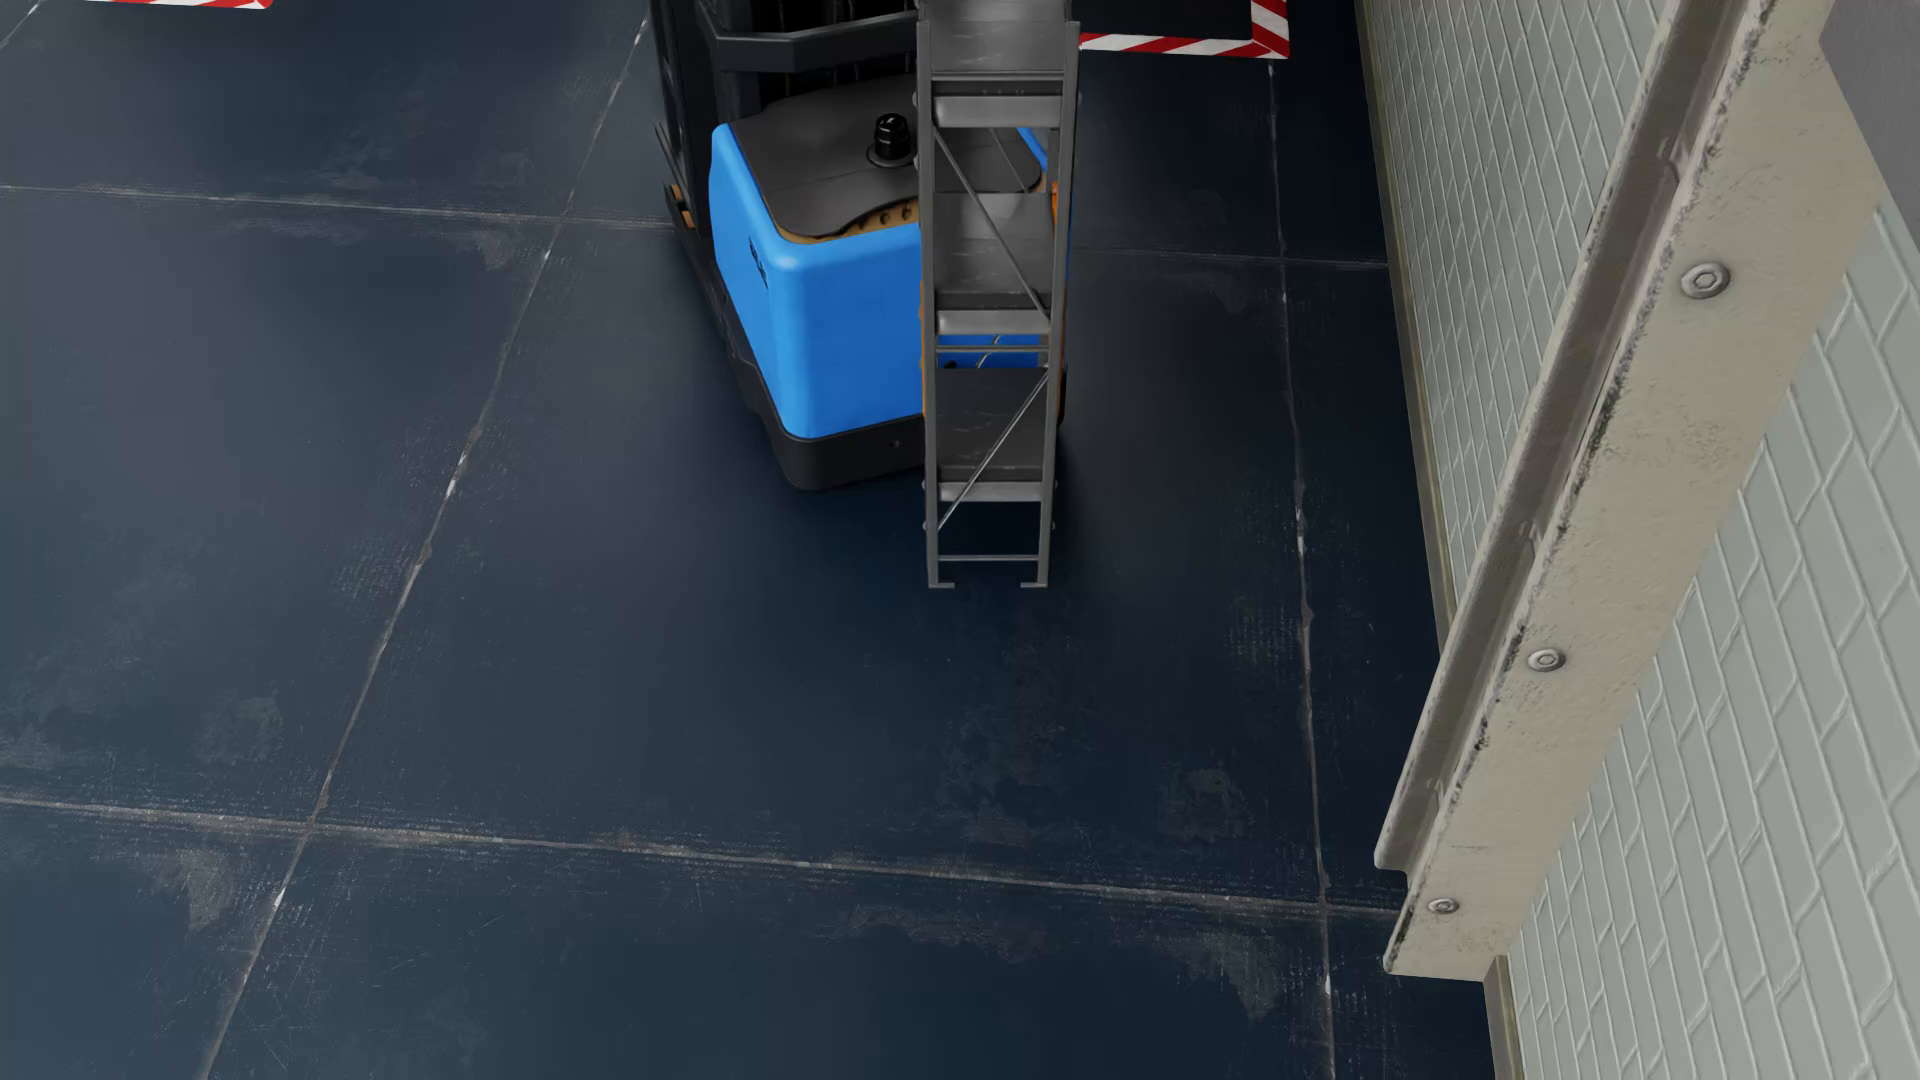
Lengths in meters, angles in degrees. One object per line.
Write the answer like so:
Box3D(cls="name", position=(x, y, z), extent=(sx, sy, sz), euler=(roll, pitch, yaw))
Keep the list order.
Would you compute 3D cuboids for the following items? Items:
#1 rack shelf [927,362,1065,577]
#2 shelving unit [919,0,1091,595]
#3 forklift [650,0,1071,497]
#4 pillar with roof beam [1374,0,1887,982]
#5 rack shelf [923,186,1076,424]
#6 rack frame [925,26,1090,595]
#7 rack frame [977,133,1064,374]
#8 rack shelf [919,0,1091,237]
Box3D(cls="rack shelf", position=(0.109, -0.231, 5.505), extent=(0.431, 0.518, 0.480), euler=(-1, 48, -1))
Box3D(cls="shelving unit", position=(0.109, -0.712, 4.979), extent=(0.431, 2.100, 0.503), euler=(-1, 48, -1))
Box3D(cls="forklift", position=(-0.580, -2.250, 5.822), extent=(1.130, 2.935, 3.031), euler=(-15, 49, -13))
Box3D(cls="pillar with roof beam", position=(-2.930, -2.252, 1.712), extent=(9.100, 9.000, 0.400), euler=(4, 48, 4))
Box3D(cls="rack shelf", position=(0.109, -0.703, 4.989), extent=(0.431, 0.518, 0.480), euler=(-1, 48, -1))
Box3D(cls="rack frame", position=(0.115, -0.532, 4.814), extent=(0.400, 2.100, 0.015), euler=(-1, 48, -1))
Box3D(cls="rack frame", position=(0.103, -0.892, 5.143), extent=(0.400, 2.100, 0.015), euler=(-1, 48, -1))
Box3D(cls="rack shelf", position=(0.109, -1.176, 4.472), extent=(0.431, 0.518, 0.480), euler=(-1, 48, -1))
